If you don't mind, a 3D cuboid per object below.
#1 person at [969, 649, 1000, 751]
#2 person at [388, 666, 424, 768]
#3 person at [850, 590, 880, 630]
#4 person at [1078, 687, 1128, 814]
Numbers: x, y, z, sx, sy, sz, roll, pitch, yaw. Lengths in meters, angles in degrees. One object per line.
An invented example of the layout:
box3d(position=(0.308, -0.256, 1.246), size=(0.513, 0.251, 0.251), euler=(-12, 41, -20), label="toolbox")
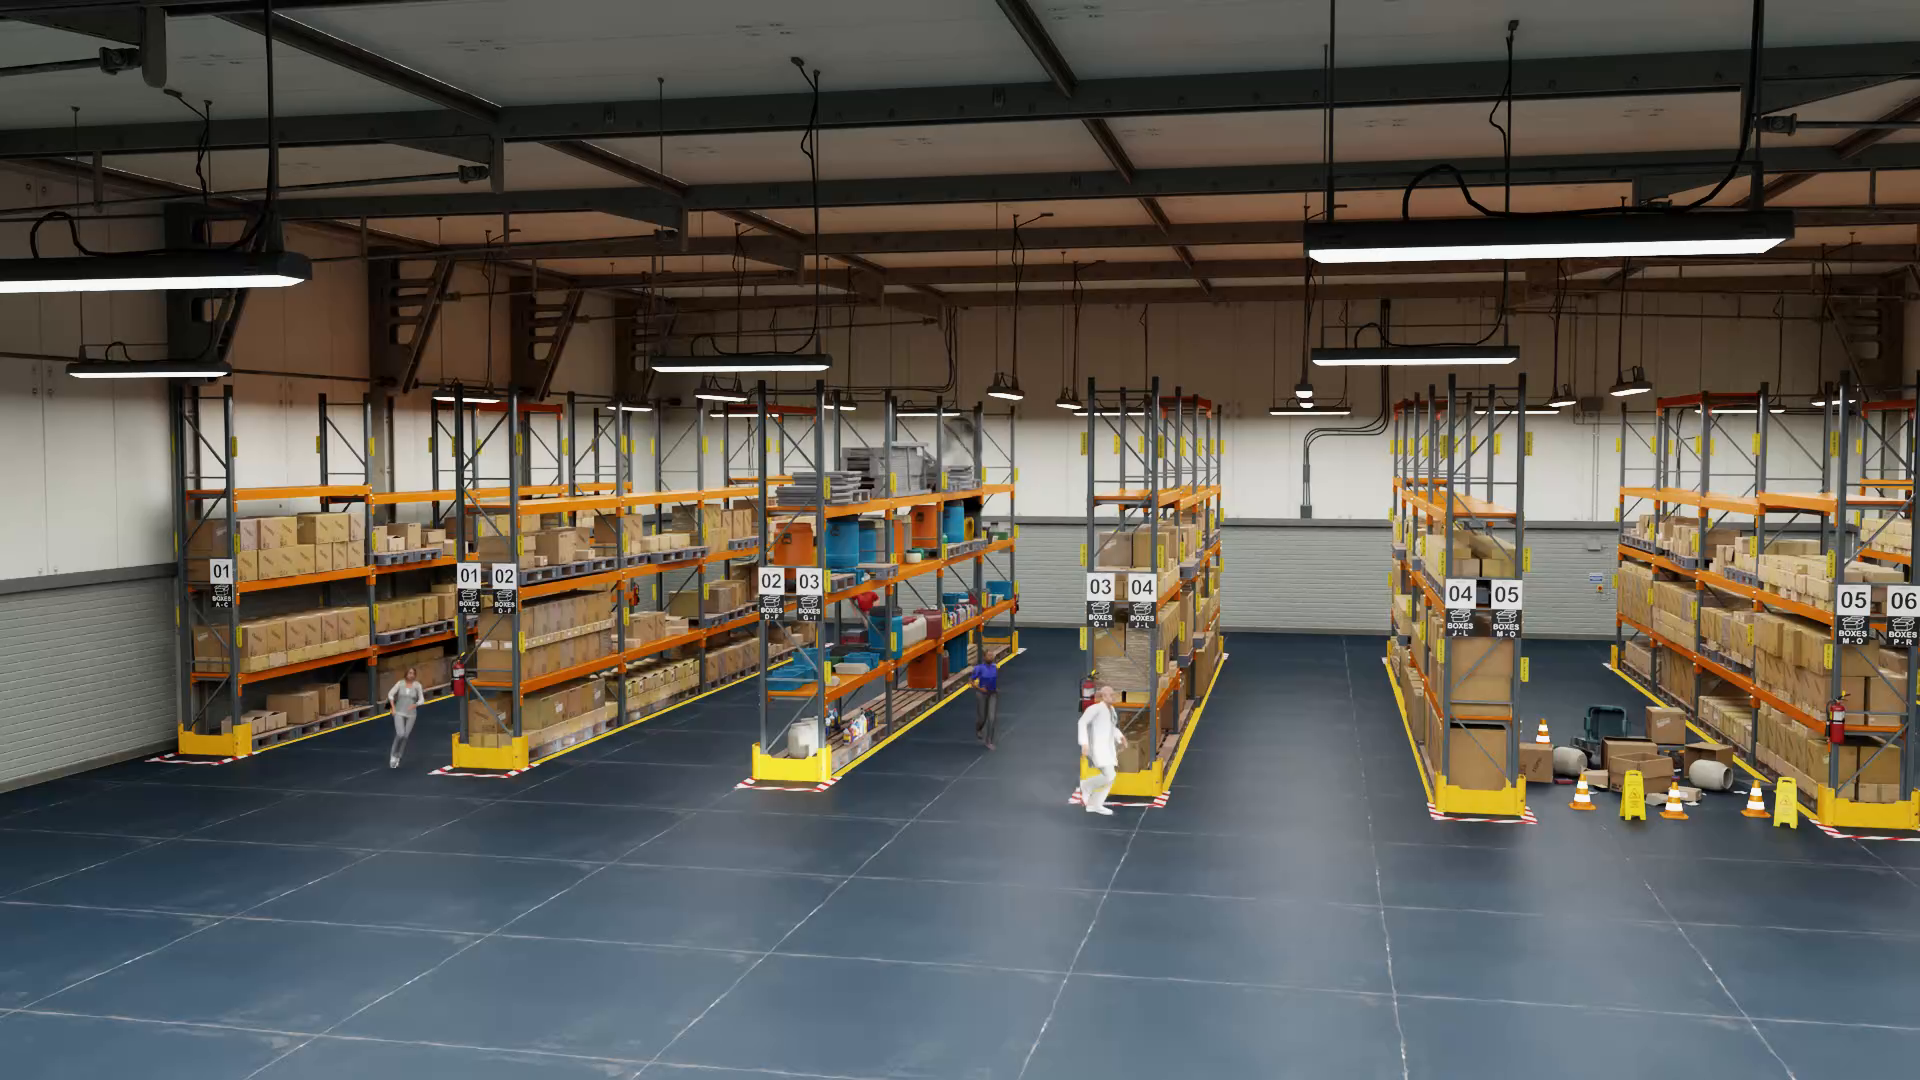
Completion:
box3d(position=(0.420, 2.644, 27.734), size=(0.575, 1.653, 0.758), euler=(-1, 3, -23), label="person")
box3d(position=(-8.657, 2.762, 26.002), size=(0.535, 1.569, 0.584), euler=(-2, 4, -27), label="person")
box3d(position=(-2.306, 1.887, 41.381), size=(0.808, 1.720, 0.768), euler=(-1, 3, -17), label="person")
box3d(position=(1.950, 2.876, 22.701), size=(0.646, 1.746, 0.748), euler=(2, 4, 38), label="person")
